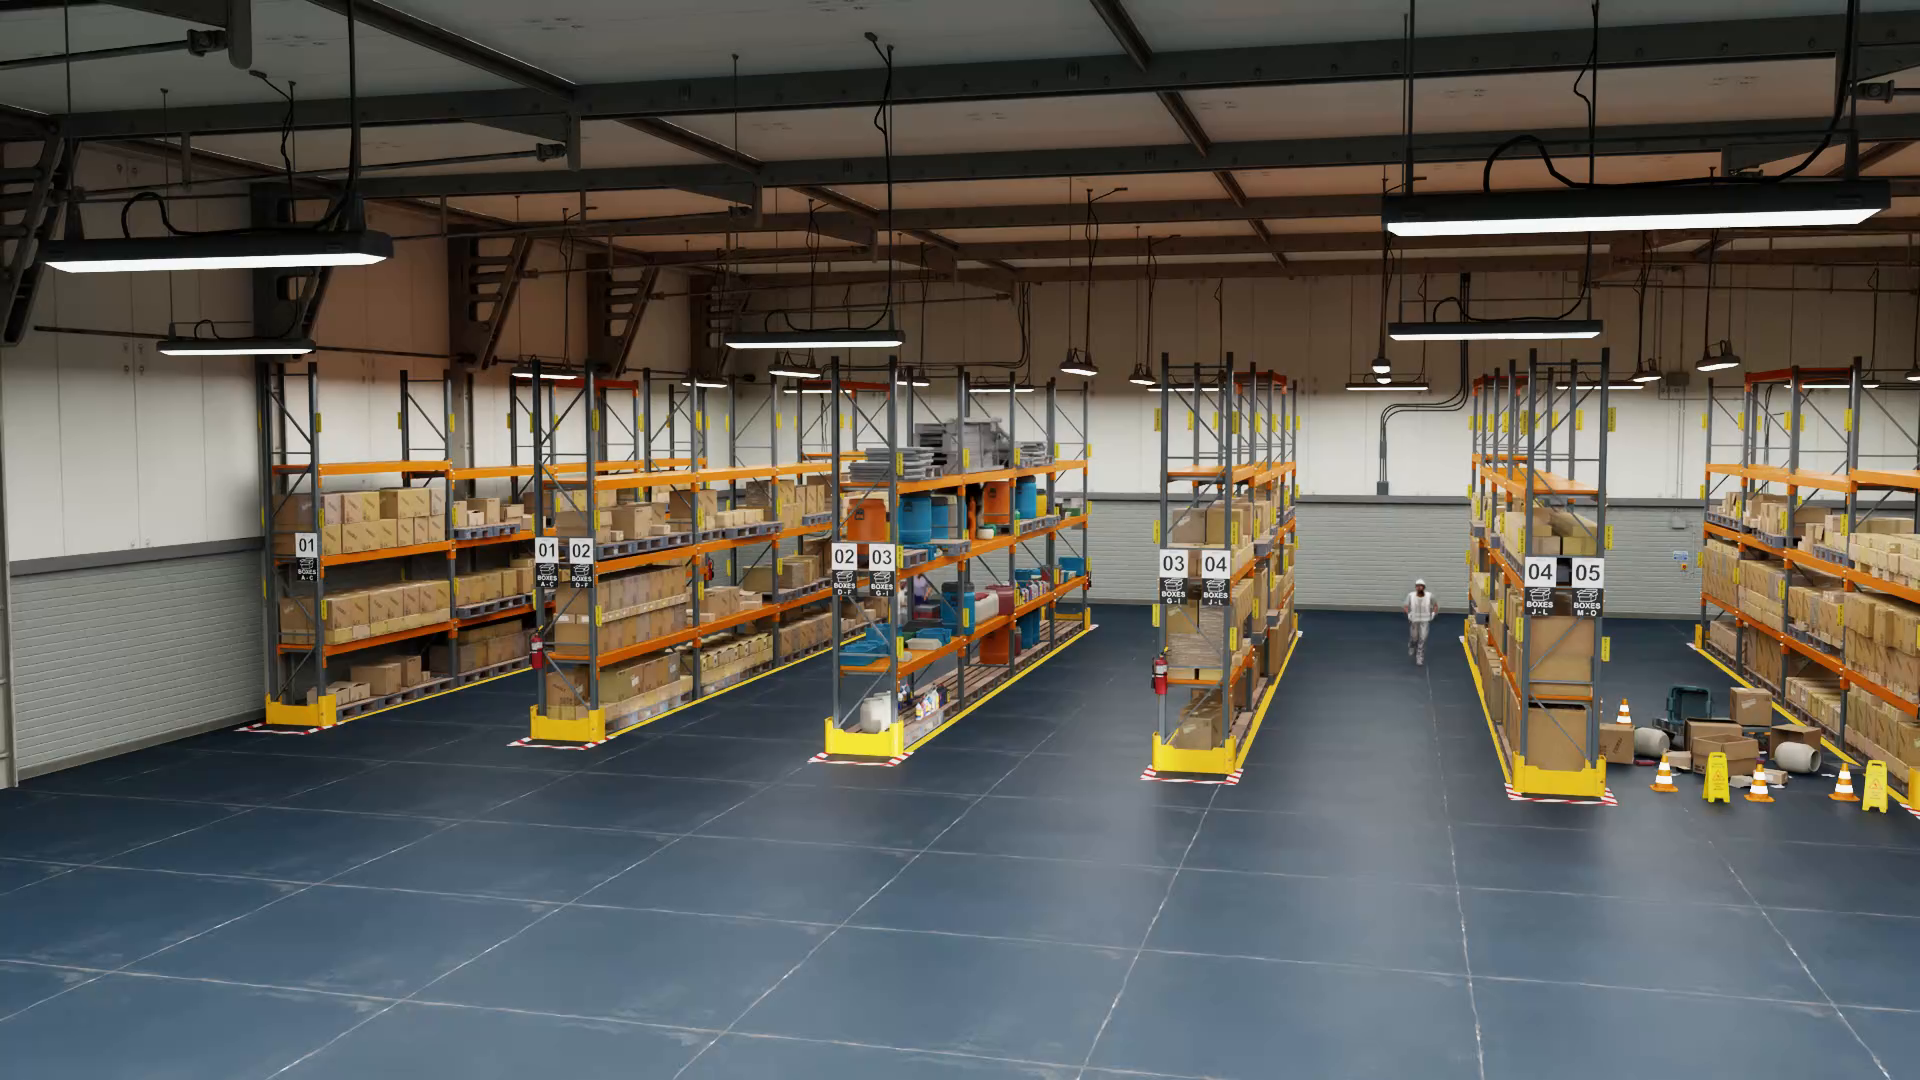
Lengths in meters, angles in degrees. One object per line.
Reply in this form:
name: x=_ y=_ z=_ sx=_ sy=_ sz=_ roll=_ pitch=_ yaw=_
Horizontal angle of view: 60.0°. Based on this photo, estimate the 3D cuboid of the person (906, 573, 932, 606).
person: x=-0.977 y=1.445 z=39.322 sx=0.608 sy=1.628 sz=0.621 roll=0 pitch=4 yaw=5

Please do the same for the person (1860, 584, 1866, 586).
person: x=18.069 y=1.741 z=33.229 sx=0.661 sy=1.769 sz=0.993 roll=1 pitch=4 yaw=8

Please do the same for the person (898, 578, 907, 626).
person: x=-1.268 y=1.601 z=35.990 sx=0.542 sy=1.665 sz=0.720 roll=0 pitch=4 yaw=1

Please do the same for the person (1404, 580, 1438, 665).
person: x=9.609 y=1.699 z=34.674 sx=0.683 sy=1.764 sz=0.742 roll=1 pitch=4 yaw=15
